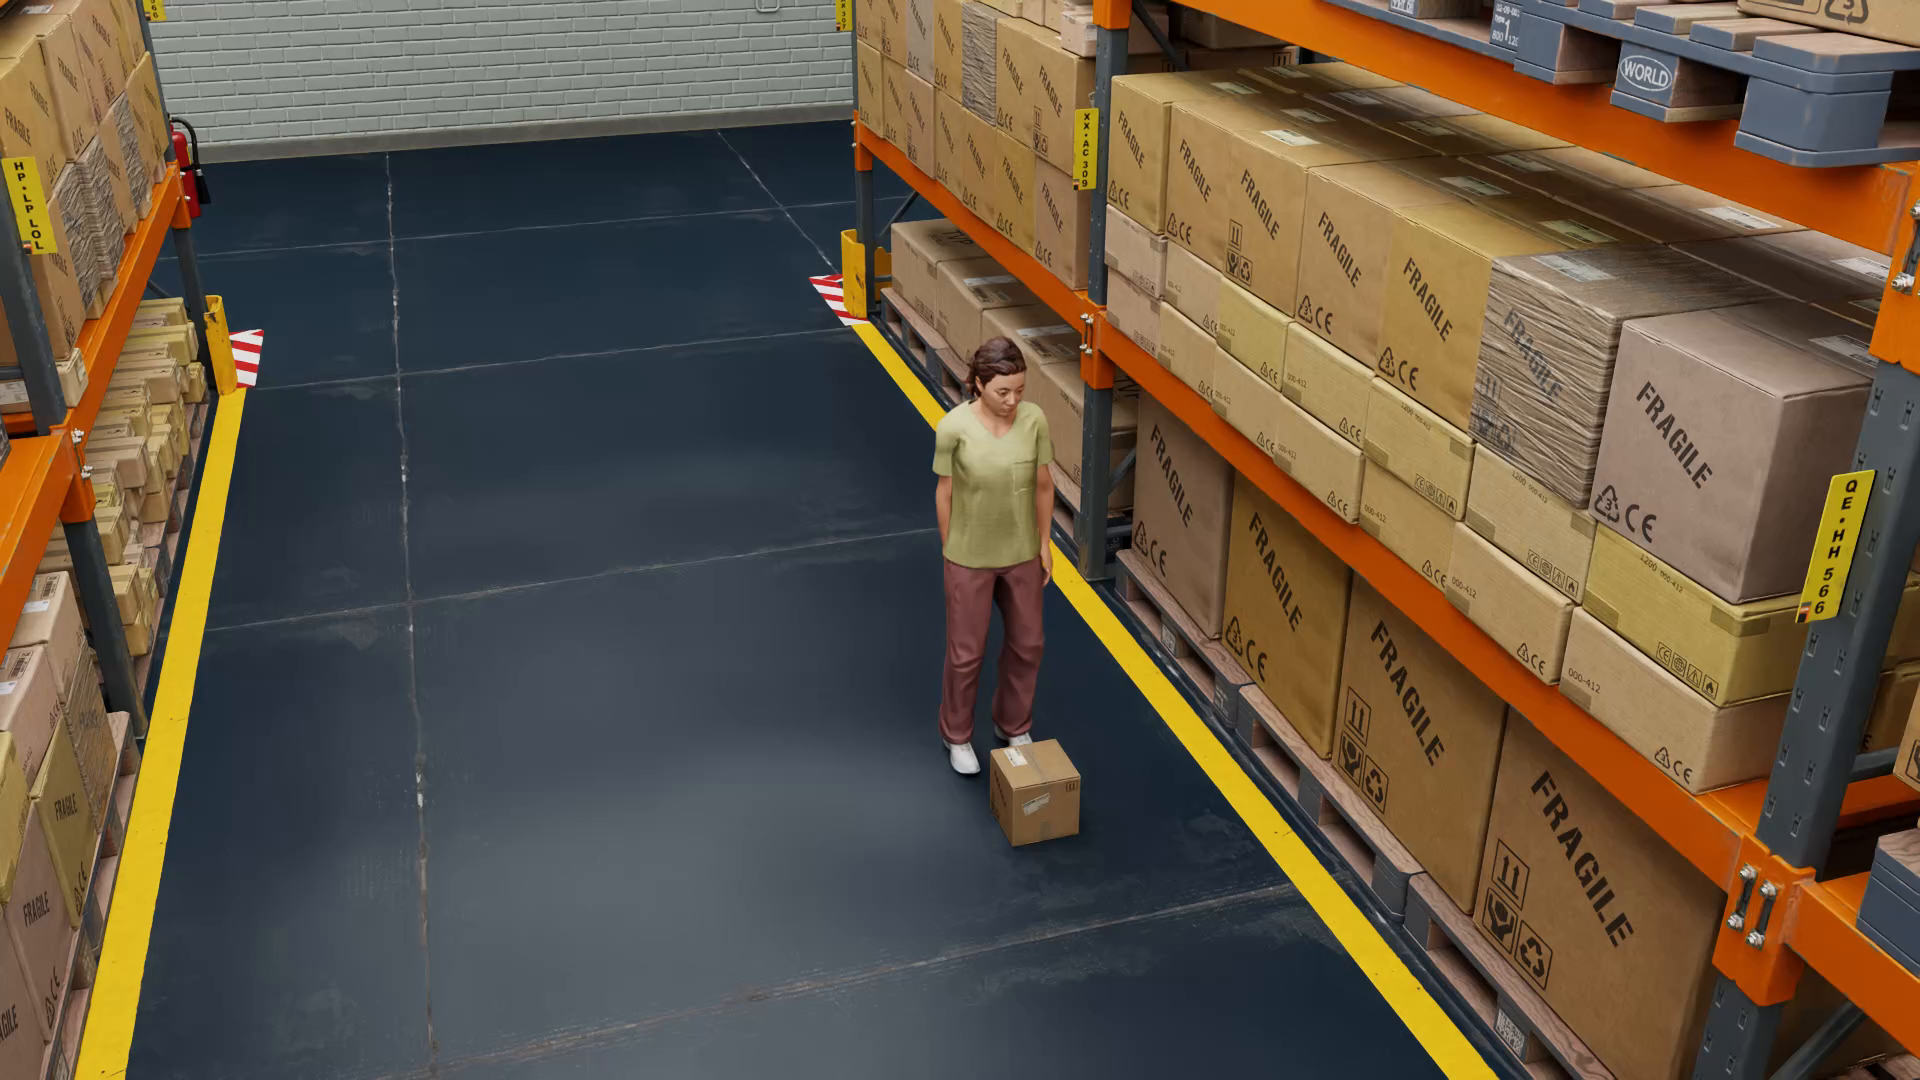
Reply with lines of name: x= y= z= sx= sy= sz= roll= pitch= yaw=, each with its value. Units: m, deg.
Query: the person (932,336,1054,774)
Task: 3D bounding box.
person: x=0.129 y=0.052 z=6.024 sx=0.447 sy=1.670 sz=0.365 roll=-8 pitch=27 yaw=-15
